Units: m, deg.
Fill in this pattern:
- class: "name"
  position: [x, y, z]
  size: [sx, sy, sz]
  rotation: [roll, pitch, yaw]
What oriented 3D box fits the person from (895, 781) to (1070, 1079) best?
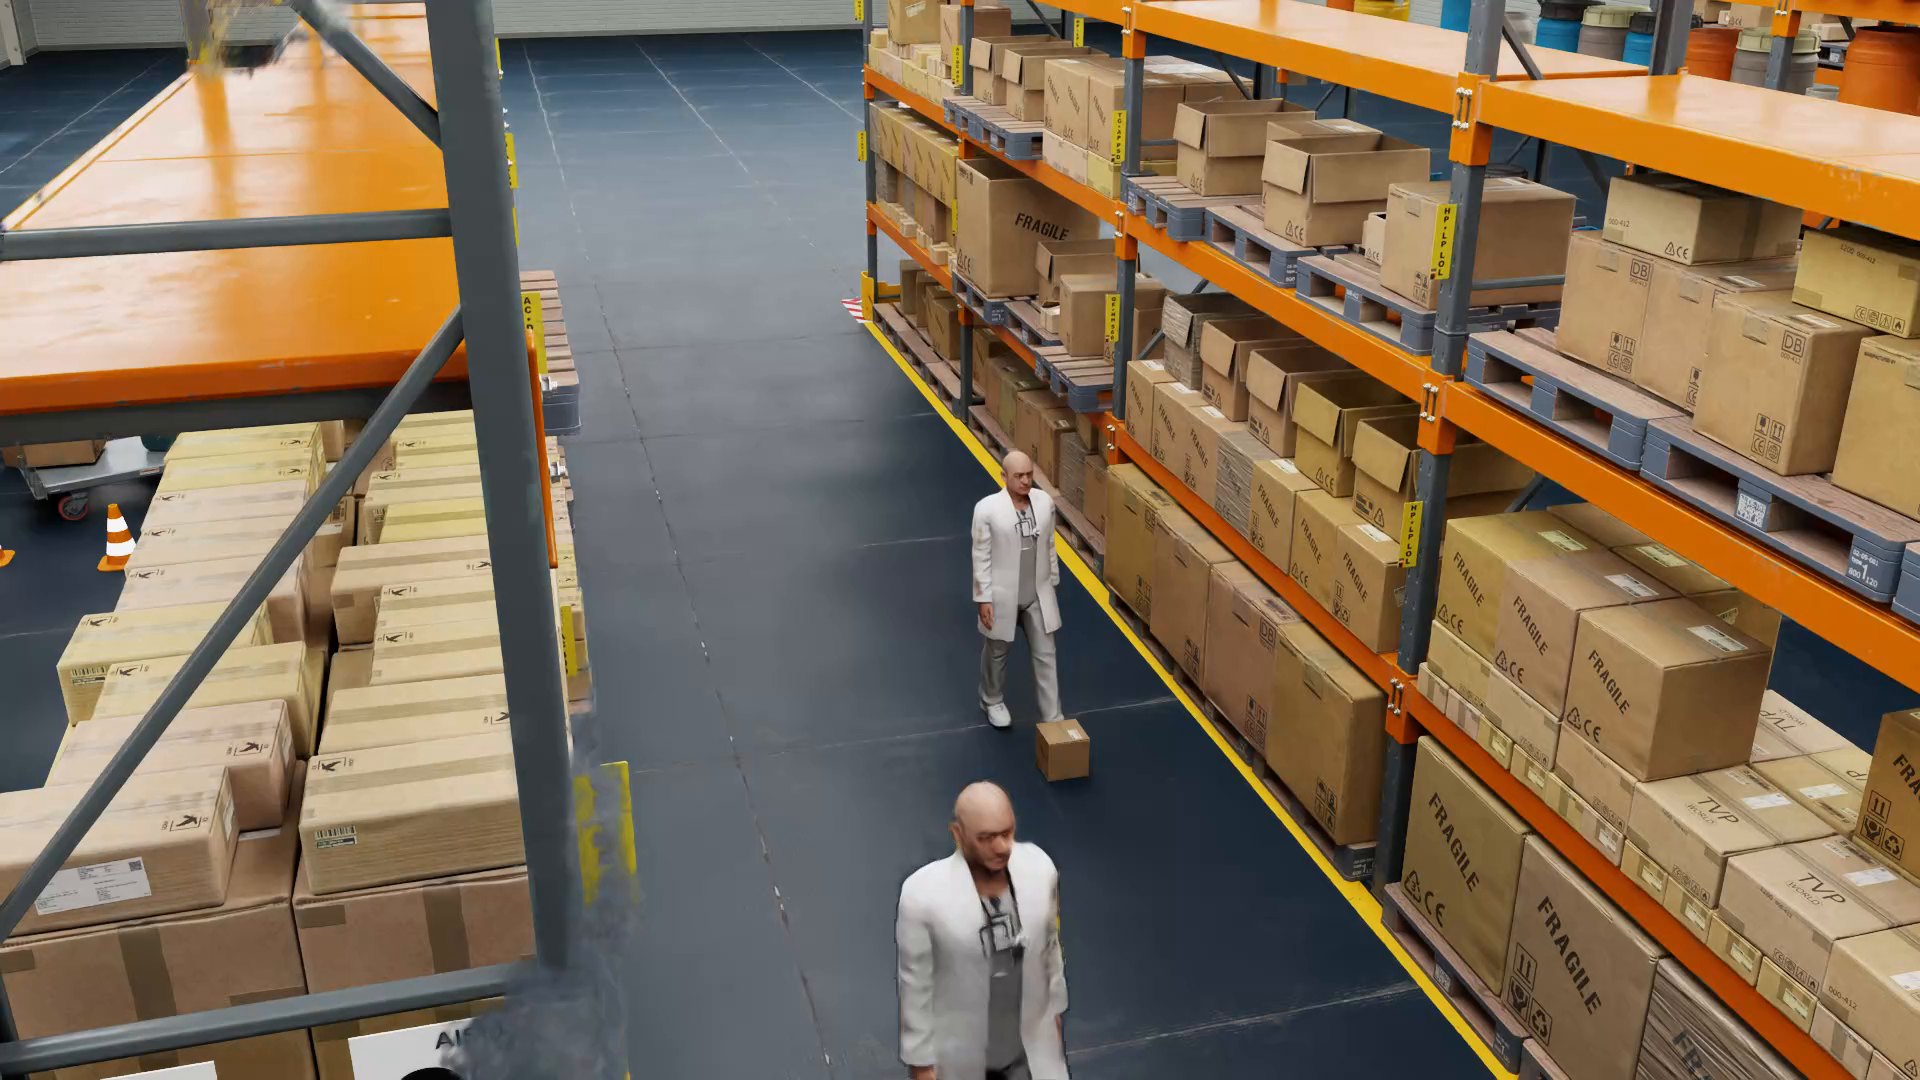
- class: "person"
  position: [0.387, 0.357, 9.822]
  size: [0.589, 1.765, 0.812]
  rotation: [-8, 24, -19]
